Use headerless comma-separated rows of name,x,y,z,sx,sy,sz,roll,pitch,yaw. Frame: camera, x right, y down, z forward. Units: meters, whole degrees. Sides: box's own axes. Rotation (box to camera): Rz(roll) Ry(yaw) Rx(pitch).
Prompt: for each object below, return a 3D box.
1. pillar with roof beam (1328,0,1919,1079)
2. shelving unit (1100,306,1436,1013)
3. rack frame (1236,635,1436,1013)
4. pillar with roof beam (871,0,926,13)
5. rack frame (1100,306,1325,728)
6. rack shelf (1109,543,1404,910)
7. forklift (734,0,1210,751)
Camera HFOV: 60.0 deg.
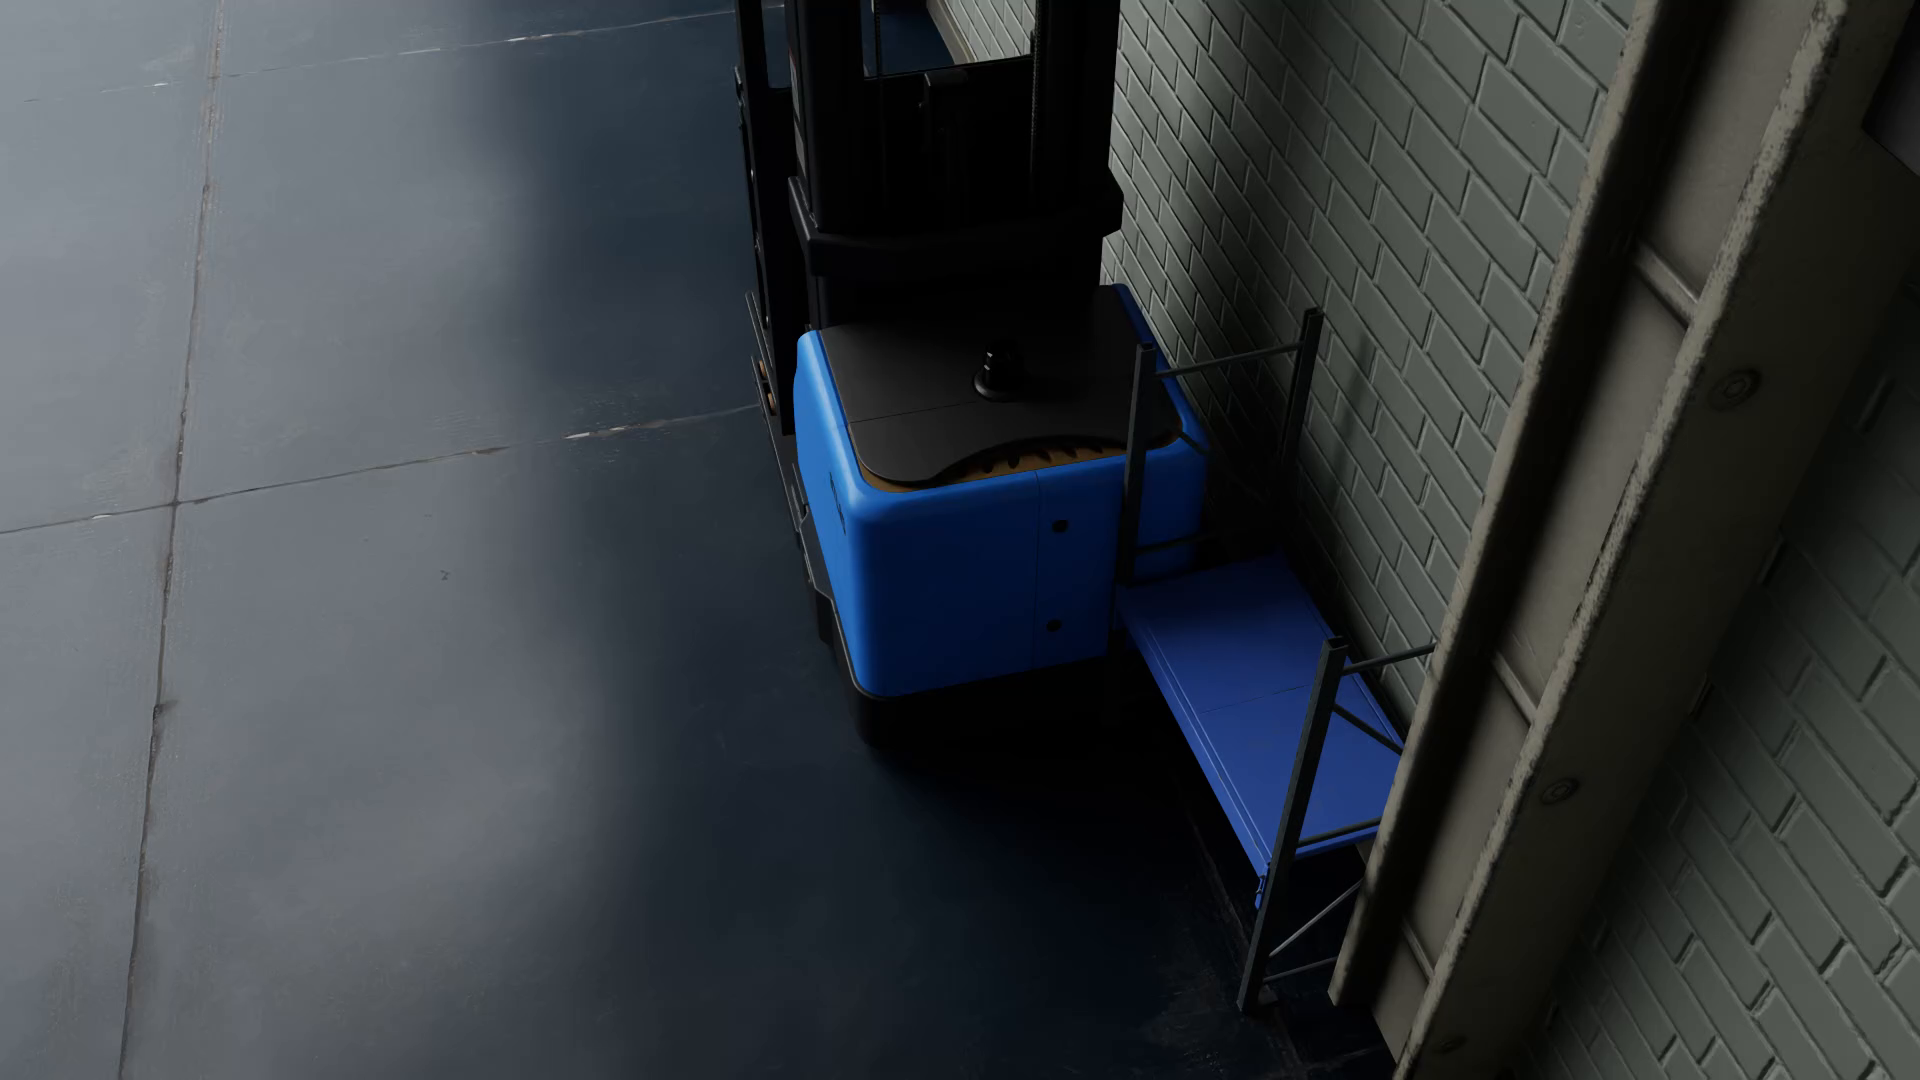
pillar with roof beam,-2.959,-1.026,0.455,9.100,9.000,0.400,-11,47,-10
shelving unit,0.837,0.341,4.359,0.538,1.500,1.048,-13,47,-13
rack frame,0.993,0.687,4.021,0.500,1.500,0.032,-13,47,-13
pillar with roof beam,-4.495,-5.169,4.515,9.100,9.000,0.400,-11,47,-10
rack frame,0.680,-0.004,4.697,0.500,1.500,0.032,-13,47,-13
rack shelf,0.836,0.467,4.488,0.538,0.185,1.000,-13,47,-13
forklift,-0.154,-1.462,5.131,1.130,2.935,3.031,-10,46,-10
